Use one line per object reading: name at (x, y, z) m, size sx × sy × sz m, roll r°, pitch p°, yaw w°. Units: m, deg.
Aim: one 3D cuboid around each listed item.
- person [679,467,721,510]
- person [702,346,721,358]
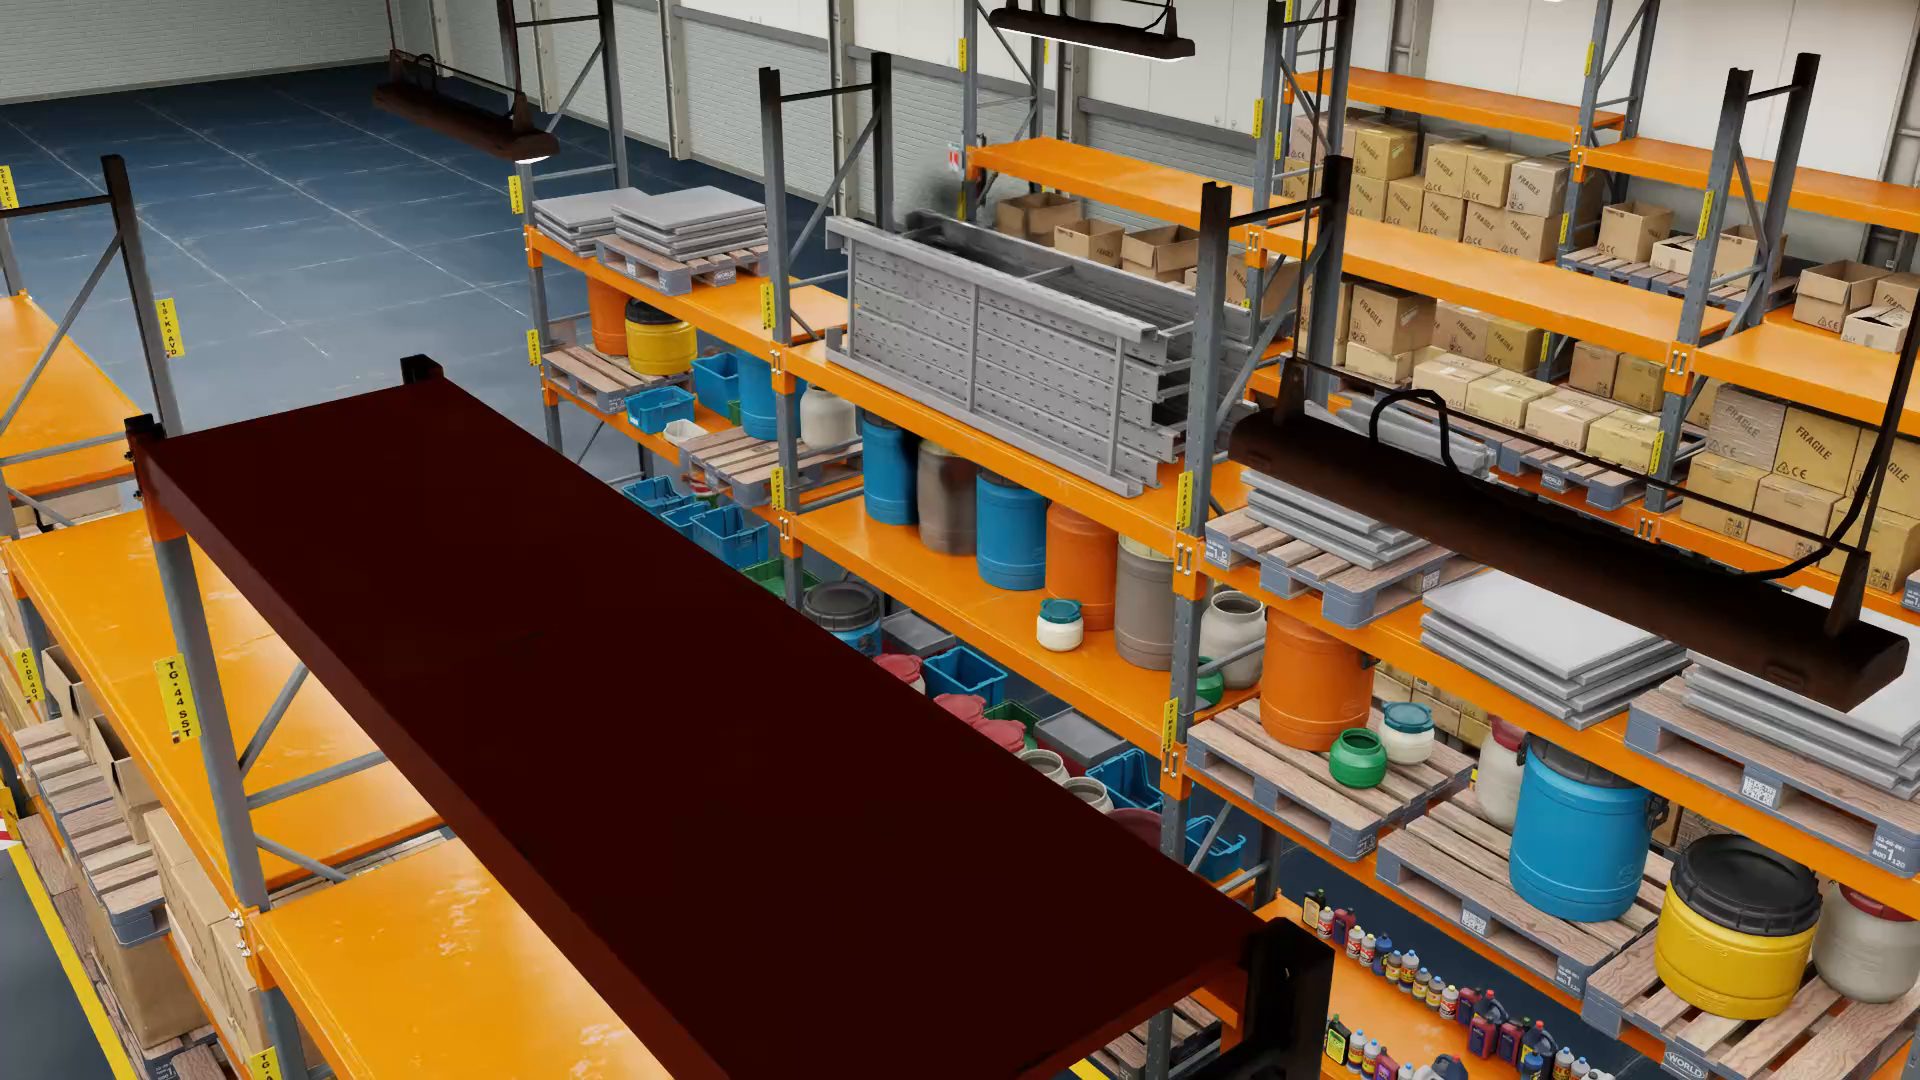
person at (-2.650, -0.561, 17.434) m, size 0.631 × 1.707 × 0.722 m, roll 15°, pitch 29°, yaw 28°
person at (-2.810, -1.539, 19.656) m, size 0.668 × 1.594 × 0.566 m, roll -6°, pitch 26°, yaw -11°
